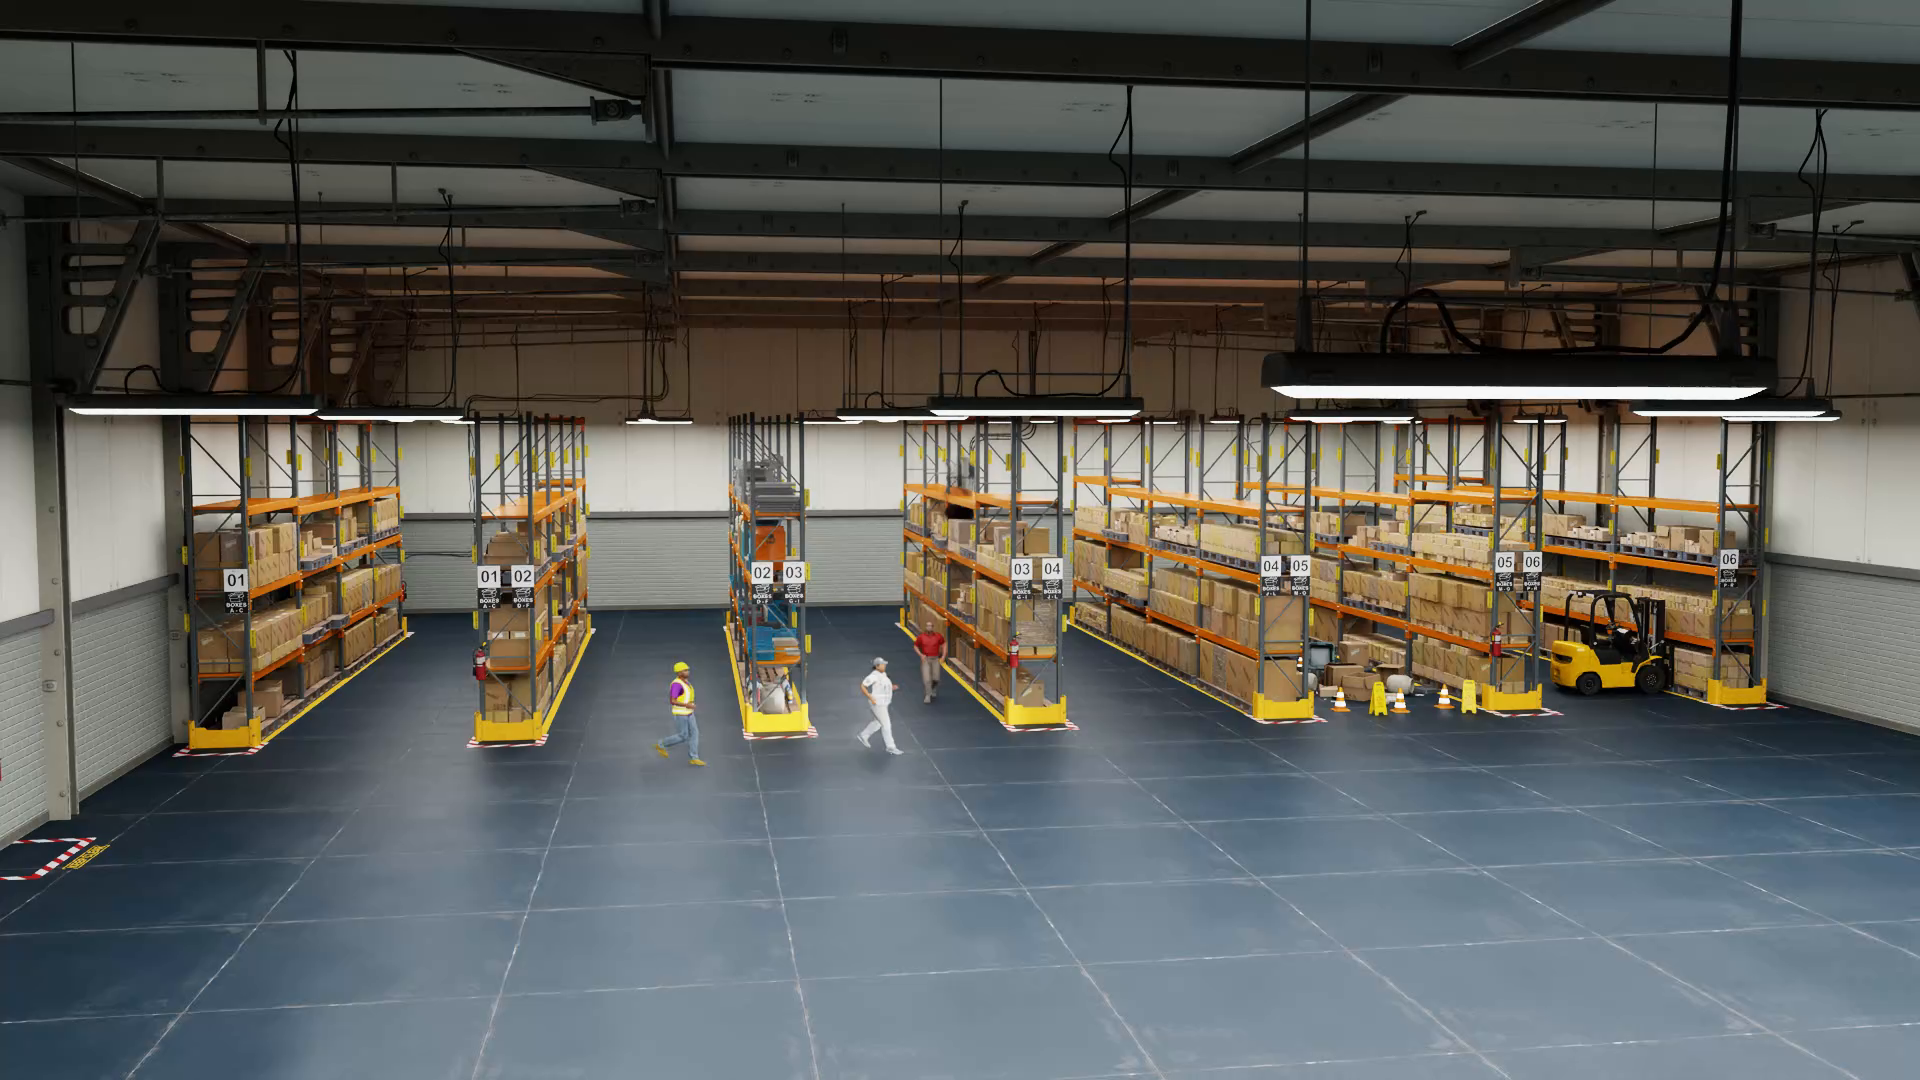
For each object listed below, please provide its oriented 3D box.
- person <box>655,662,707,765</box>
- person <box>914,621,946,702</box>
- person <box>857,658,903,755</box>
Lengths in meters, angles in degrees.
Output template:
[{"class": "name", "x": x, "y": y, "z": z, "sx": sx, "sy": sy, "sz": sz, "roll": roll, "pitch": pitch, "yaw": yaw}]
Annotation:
[{"class": "person", "x": -4.710, "y": 2.939, "z": 28.114, "sx": 0.894, "sy": 1.756, "sz": 0.702, "roll": 1, "pitch": 4, "yaw": 11}, {"class": "person", "x": -0.616, "y": 2.532, "z": 34.670, "sx": 0.698, "sy": 1.681, "sz": 0.620, "roll": 0, "pitch": 4, "yaw": -7}, {"class": "person", "x": -1.394, "y": 2.890, "z": 29.149, "sx": 0.902, "sy": 1.662, "sz": 0.603, "roll": 1, "pitch": 4, "yaw": 21}]
